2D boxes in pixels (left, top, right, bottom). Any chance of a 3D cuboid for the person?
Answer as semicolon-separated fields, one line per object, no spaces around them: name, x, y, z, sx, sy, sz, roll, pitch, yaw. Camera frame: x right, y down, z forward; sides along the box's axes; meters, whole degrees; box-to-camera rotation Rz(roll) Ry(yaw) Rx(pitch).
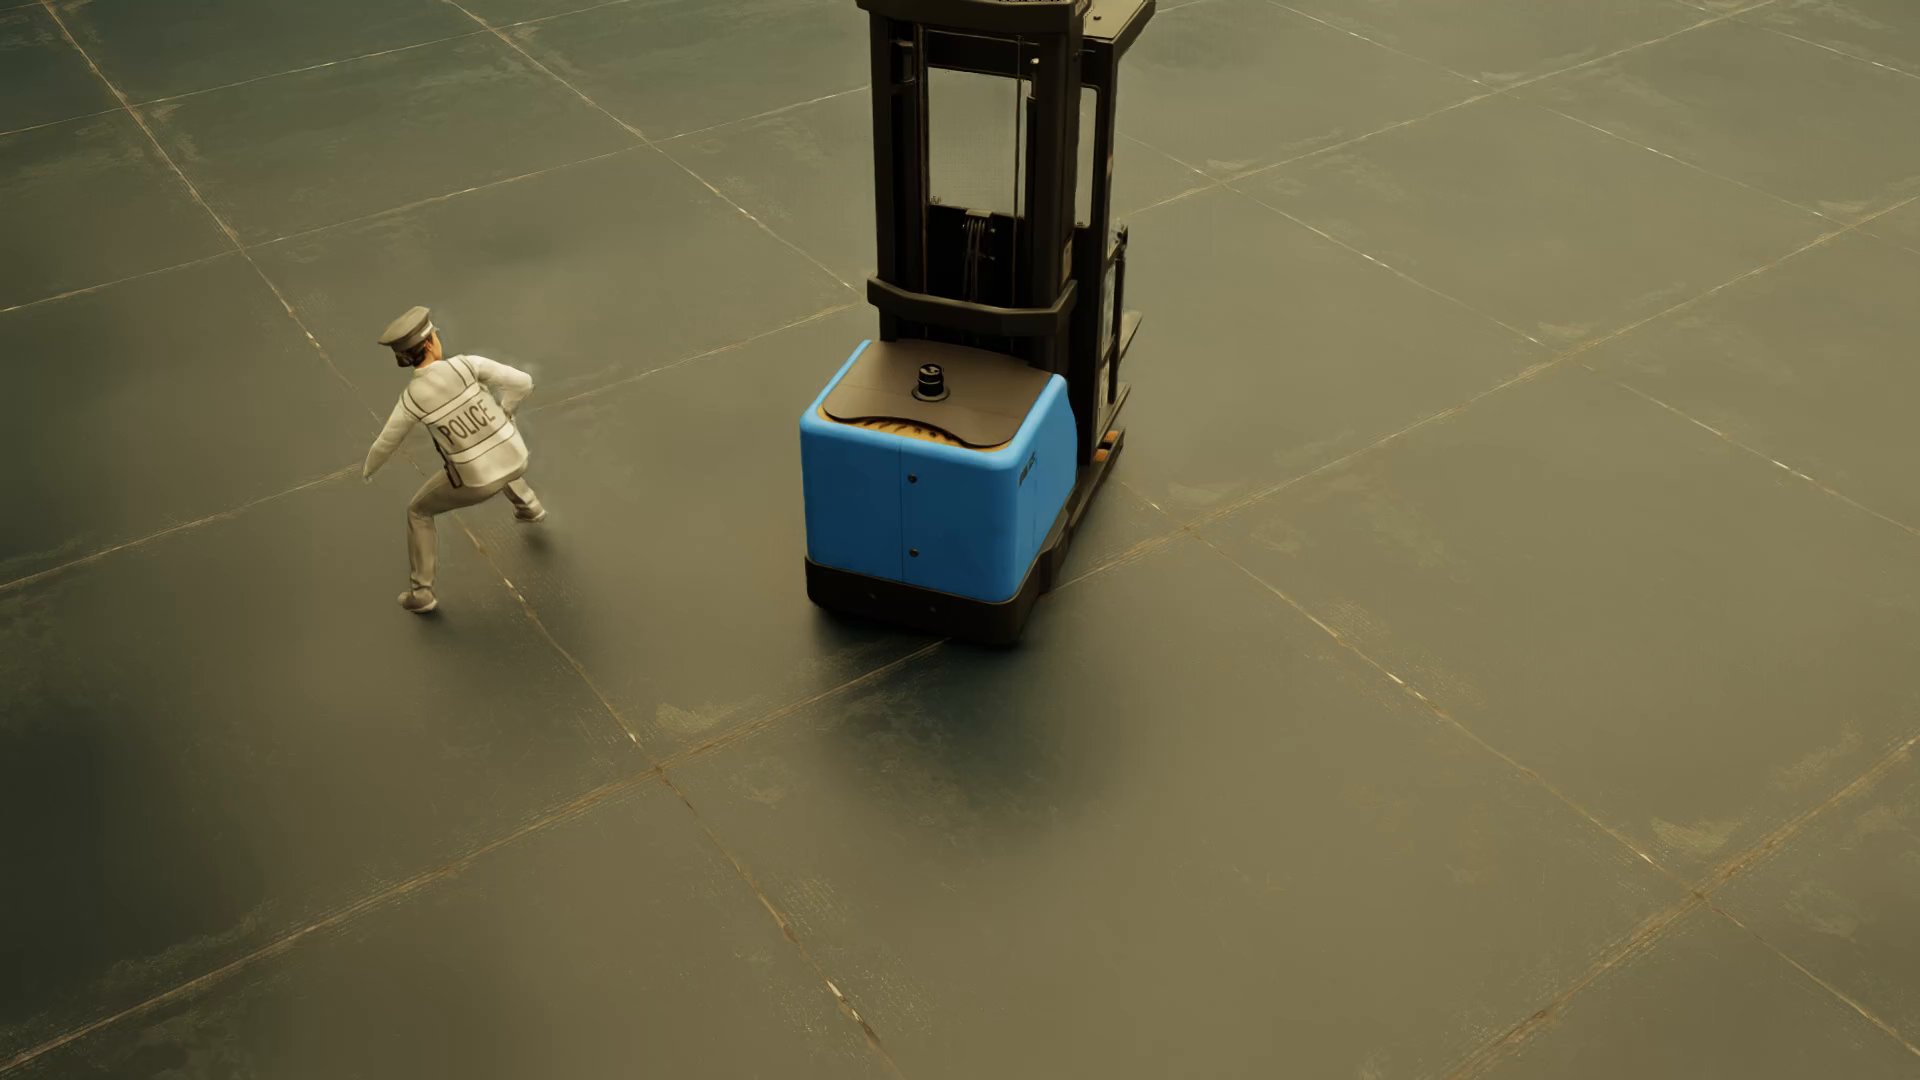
person;-2.386;-0.404;7.801;0.839;1.468;0.654;-27;44;-32

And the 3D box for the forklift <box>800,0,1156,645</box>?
forklift;0.250;-1.574;8.073;1.130;2.935;3.031;12;38;16
